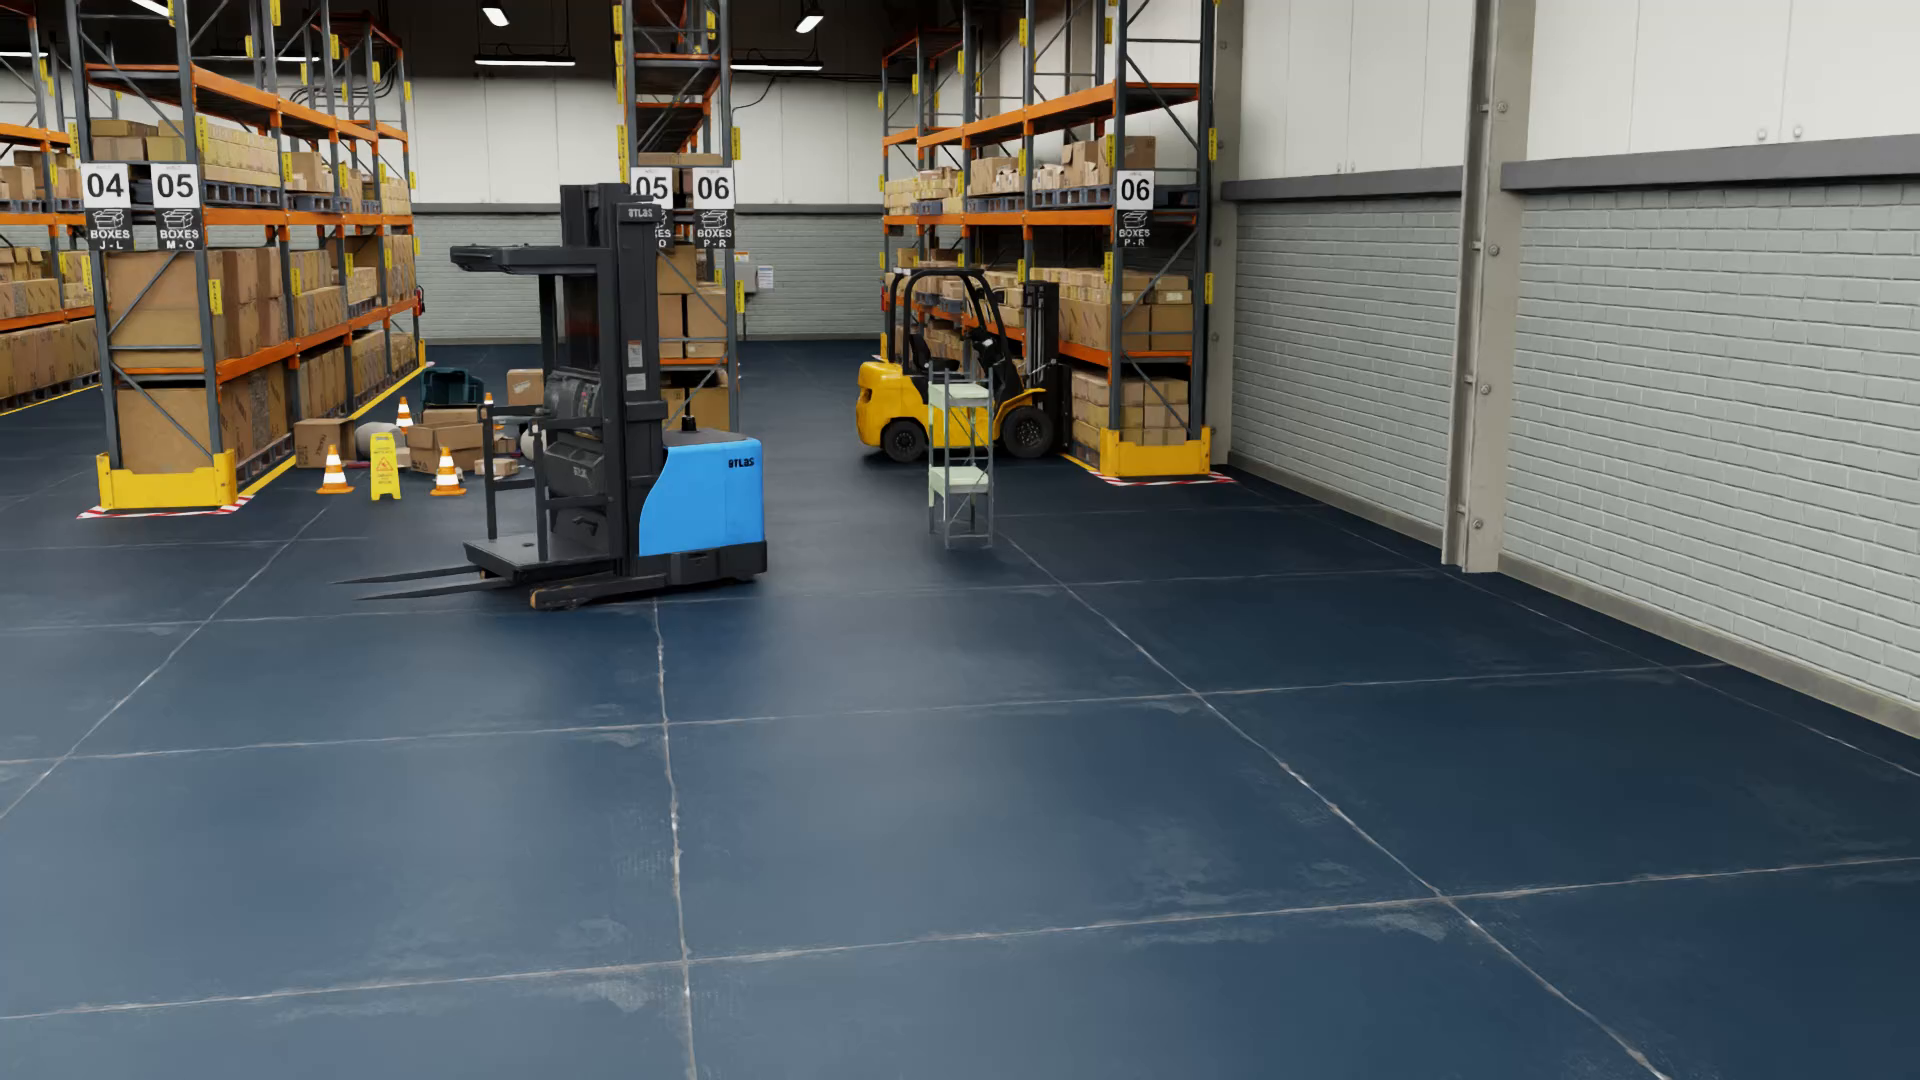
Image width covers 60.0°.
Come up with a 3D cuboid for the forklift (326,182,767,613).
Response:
[{"bbox_3d":[-2.956,-1.046,11.851,3.031,2.935,1.130,-8,13,-35],"label":"forklift"}]

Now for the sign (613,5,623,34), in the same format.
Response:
[{"bbox_3d":[-4.086,-6.216,19.866,0.100,0.325,0.005,-2,11,-11],"label":"sign"}]

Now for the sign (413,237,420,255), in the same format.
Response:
[{"bbox_3d":[-10.164,-5.496,31.110,0.100,0.325,0.005,-2,11,-11],"label":"sign"}]

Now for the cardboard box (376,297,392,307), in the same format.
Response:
[{"bbox_3d":[-9.669,-3.963,27.666,0.380,0.149,0.250,-2,11,-9],"label":"cardboard box"}]

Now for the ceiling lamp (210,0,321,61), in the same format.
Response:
[{"bbox_3d":[-13.632,-10.993,32.275,2.000,3.185,0.800,-2,11,-11],"label":"ceiling lamp"}]

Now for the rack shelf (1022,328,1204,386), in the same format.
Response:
[{"bbox_3d":[1.715,-2.215,19.733,1.077,0.370,4.000,-2,11,-11],"label":"rack shelf"}]

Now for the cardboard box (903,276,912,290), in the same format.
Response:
[{"bbox_3d":[-0.765,-4.742,30.695,0.500,0.250,0.500,-2,11,-11],"label":"cardboard box"}]

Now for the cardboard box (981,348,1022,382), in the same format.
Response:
[{"bbox_3d":[0.790,-2.474,24.399,0.875,0.625,0.625,-2,11,-9],"label":"cardboard box"}]

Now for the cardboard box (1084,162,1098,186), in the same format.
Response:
[{"bbox_3d":[1.595,-4.052,18.407,0.396,0.266,0.258,-2,11,-11],"label":"cardboard box"}]

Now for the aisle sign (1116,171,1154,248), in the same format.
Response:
[{"bbox_3d":[1.828,-3.455,17.376,0.394,0.787,0.004,-2,11,-11],"label":"aisle sign"}]

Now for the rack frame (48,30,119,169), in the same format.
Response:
[{"bbox_3d":[-15.597,-7.541,29.750,1.000,3.000,0.127,-2,11,-11],"label":"rack frame"}]

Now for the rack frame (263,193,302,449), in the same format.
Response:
[{"bbox_3d":[-8.379,-2.555,19.598,1.000,3.000,0.127,-2,11,-11],"label":"rack frame"}]

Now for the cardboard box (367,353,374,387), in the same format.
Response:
[{"bbox_3d":[-9.249,-2.592,25.355,0.500,0.500,0.500,-2,11,-12],"label":"cardboard box"}]

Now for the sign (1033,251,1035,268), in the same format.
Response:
[{"bbox_3d":[1.091,-4.258,25.449,0.100,0.325,0.005,-2,11,-11],"label":"sign"}]

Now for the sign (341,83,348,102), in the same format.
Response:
[{"bbox_3d":[-11.245,-8.181,30.402,0.100,0.325,0.005,-2,11,-11],"label":"sign"}]

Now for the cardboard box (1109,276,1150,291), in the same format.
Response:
[{"bbox_3d":[1.827,-2.773,17.946,0.380,0.149,0.250,-2,11,-11],"label":"cardboard box"}]

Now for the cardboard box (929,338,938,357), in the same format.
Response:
[{"bbox_3d":[-0.244,-3.186,28.476,0.500,0.500,0.500,-2,11,-12],"label":"cardboard box"}]

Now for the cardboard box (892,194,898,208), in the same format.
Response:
[{"bbox_3d":[-0.984,-6.404,31.401,0.500,0.250,0.500,-2,11,-13],"label":"cardboard box"}]

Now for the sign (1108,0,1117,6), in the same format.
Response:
[{"bbox_3d":[1.568,-5.629,16.993,0.100,0.325,0.005,-2,11,-11],"label":"sign"}]

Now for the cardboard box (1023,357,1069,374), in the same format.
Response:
[{"bbox_3d":[1.112,-2.181,21.191,0.500,0.250,0.500,-2,11,-12],"label":"cardboard box"}]

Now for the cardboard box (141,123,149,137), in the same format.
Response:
[{"bbox_3d":[-8.096,-3.961,16.111,0.380,0.149,0.250,-2,11,-10],"label":"cardboard box"}]

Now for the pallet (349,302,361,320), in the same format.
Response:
[{"bbox_3d":[-9.400,-3.321,24.137,1.213,0.211,1.003,-2,11,-11],"label":"pallet"}]

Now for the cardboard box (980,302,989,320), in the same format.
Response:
[{"bbox_3d":[0.594,-3.318,24.007,0.500,0.250,0.500,-2,11,-13],"label":"cardboard box"}]

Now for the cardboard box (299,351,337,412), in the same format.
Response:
[{"bbox_3d":[-8.953,-2.115,22.178,1.050,0.750,0.750,-2,11,-10],"label":"cardboard box"}]

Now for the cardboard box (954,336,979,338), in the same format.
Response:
[{"bbox_3d":[0.105,-3.196,26.791,0.380,0.149,0.250,-2,11,-9],"label":"cardboard box"}]

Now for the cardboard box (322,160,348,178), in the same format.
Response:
[{"bbox_3d":[-9.065,-5.366,24.030,0.396,0.266,0.258,-2,11,-11],"label":"cardboard box"}]

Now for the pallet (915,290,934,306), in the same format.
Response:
[{"bbox_3d":[-0.182,-4.157,28.529,1.003,0.211,1.213,-2,11,-11],"label":"pallet"}]

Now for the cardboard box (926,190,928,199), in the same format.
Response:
[{"bbox_3d":[-0.361,-5.751,27.649,0.380,0.149,0.250,-2,11,-12],"label":"cardboard box"}]

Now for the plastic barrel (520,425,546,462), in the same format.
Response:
[{"bbox_3d":[-4.651,-1.078,18.729,0.512,0.421,0.421,6,12,28],"label":"plastic barrel"}]

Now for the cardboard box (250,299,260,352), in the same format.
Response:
[{"bbox_3d":[-7.975,-2.265,17.671,0.875,0.550,0.500,-2,11,-11],"label":"cardboard box"}]

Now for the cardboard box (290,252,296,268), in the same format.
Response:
[{"bbox_3d":[-8.583,-3.280,20.468,0.700,0.500,0.500,-2,11,-12],"label":"cardboard box"}]

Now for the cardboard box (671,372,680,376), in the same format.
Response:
[{"bbox_3d":[-3.478,-1.667,19.155,0.500,0.500,0.500,-2,11,-8],"label":"cardboard box"}]

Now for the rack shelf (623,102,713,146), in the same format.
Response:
[{"bbox_3d":[-3.932,-5.518,22.112,1.077,0.370,4.000,-2,11,-11],"label":"rack shelf"}]

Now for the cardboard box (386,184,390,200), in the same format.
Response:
[{"bbox_3d":[-9.885,-5.856,27.985,0.500,0.250,0.500,-2,11,-11],"label":"cardboard box"}]

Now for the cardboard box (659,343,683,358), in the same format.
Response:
[{"bbox_3d":[-3.047,-1.957,17.130,0.380,0.149,0.250,-2,11,-9],"label":"cardboard box"}]

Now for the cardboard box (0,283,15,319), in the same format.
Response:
[{"bbox_3d":[-14.075,-3.463,24.103,0.500,0.500,0.500,-2,11,-12],"label":"cardboard box"}]

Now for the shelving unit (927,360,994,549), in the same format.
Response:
[{"bbox_3d":[0.001,-0.736,14.050,0.431,1.500,0.755,-2,11,-11],"label":"shelving unit"}]

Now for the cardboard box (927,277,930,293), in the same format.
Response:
[{"bbox_3d":[-0.337,-4.274,27.863,0.396,0.266,0.258,-2,11,-8],"label":"cardboard box"}]

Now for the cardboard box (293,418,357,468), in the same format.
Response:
[{"bbox_3d":[-7.070,-1.081,18.532,0.500,0.500,0.500,0,11,-1],"label":"cardboard box"}]

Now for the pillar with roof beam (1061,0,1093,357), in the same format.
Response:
[{"bbox_3d":[-2.538,-6.253,22.980,9.100,9.000,0.400,-2,11,-11],"label":"pillar with roof beam"}]

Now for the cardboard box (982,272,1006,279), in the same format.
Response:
[{"bbox_3d":[0.512,-3.824,24.265,0.380,0.149,0.250,-2,11,-10],"label":"cardboard box"}]

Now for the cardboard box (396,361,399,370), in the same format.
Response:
[{"bbox_3d":[-9.742,-2.955,28.203,0.380,0.149,0.250,-2,11,-9],"label":"cardboard box"}]

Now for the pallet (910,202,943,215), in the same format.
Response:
[{"bbox_3d":[-0.172,-5.661,28.397,1.213,0.211,1.003,-2,11,-11],"label":"pallet"}]

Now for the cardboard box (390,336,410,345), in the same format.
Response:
[{"bbox_3d":[-10.098,-3.578,29.883,0.380,0.149,0.250,-2,11,-9],"label":"cardboard box"}]

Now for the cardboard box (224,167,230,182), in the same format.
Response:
[{"bbox_3d":[-7.501,-3.641,16.561,0.380,0.149,0.250,-2,11,-11],"label":"cardboard box"}]

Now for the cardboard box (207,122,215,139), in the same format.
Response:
[{"bbox_3d":[-7.401,-3.937,15.988,0.380,0.149,0.250,-2,11,-11],"label":"cardboard box"}]

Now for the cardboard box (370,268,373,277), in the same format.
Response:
[{"bbox_3d":[-9.612,-4.282,26.627,0.380,0.149,0.250,-2,11,-13],"label":"cardboard box"}]

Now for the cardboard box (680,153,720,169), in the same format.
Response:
[{"bbox_3d":[-2.634,-3.834,16.837,0.380,0.149,0.250,-2,11,-11],"label":"cardboard box"}]

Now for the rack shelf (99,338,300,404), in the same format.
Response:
[{"bbox_3d":[-7.990,-1.835,17.738,1.077,0.370,4.000,-2,11,-11],"label":"rack shelf"}]

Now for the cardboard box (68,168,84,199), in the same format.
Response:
[{"bbox_3d":[-15.093,-5.980,27.911,0.700,0.500,0.500,-2,11,-9],"label":"cardboard box"}]

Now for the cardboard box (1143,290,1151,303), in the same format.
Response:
[{"bbox_3d":[2.182,-2.684,18.271,0.380,0.149,0.250,-2,11,-11],"label":"cardboard box"}]

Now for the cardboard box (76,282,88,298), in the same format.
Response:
[{"bbox_3d":[-14.746,-4.120,27.426,0.500,0.250,0.500,-2,11,-11],"label":"cardboard box"}]

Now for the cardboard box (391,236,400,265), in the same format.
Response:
[{"bbox_3d":[-9.967,-4.988,28.646,0.500,0.500,0.500,-2,11,-10],"label":"cardboard box"}]

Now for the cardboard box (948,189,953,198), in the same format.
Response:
[{"bbox_3d":[0.018,-5.557,26.684,0.380,0.149,0.250,-2,11,-9],"label":"cardboard box"}]

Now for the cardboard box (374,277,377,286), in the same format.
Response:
[{"bbox_3d":[-9.663,-4.185,26.918,0.380,0.149,0.250,-2,11,-9],"label":"cardboard box"}]
